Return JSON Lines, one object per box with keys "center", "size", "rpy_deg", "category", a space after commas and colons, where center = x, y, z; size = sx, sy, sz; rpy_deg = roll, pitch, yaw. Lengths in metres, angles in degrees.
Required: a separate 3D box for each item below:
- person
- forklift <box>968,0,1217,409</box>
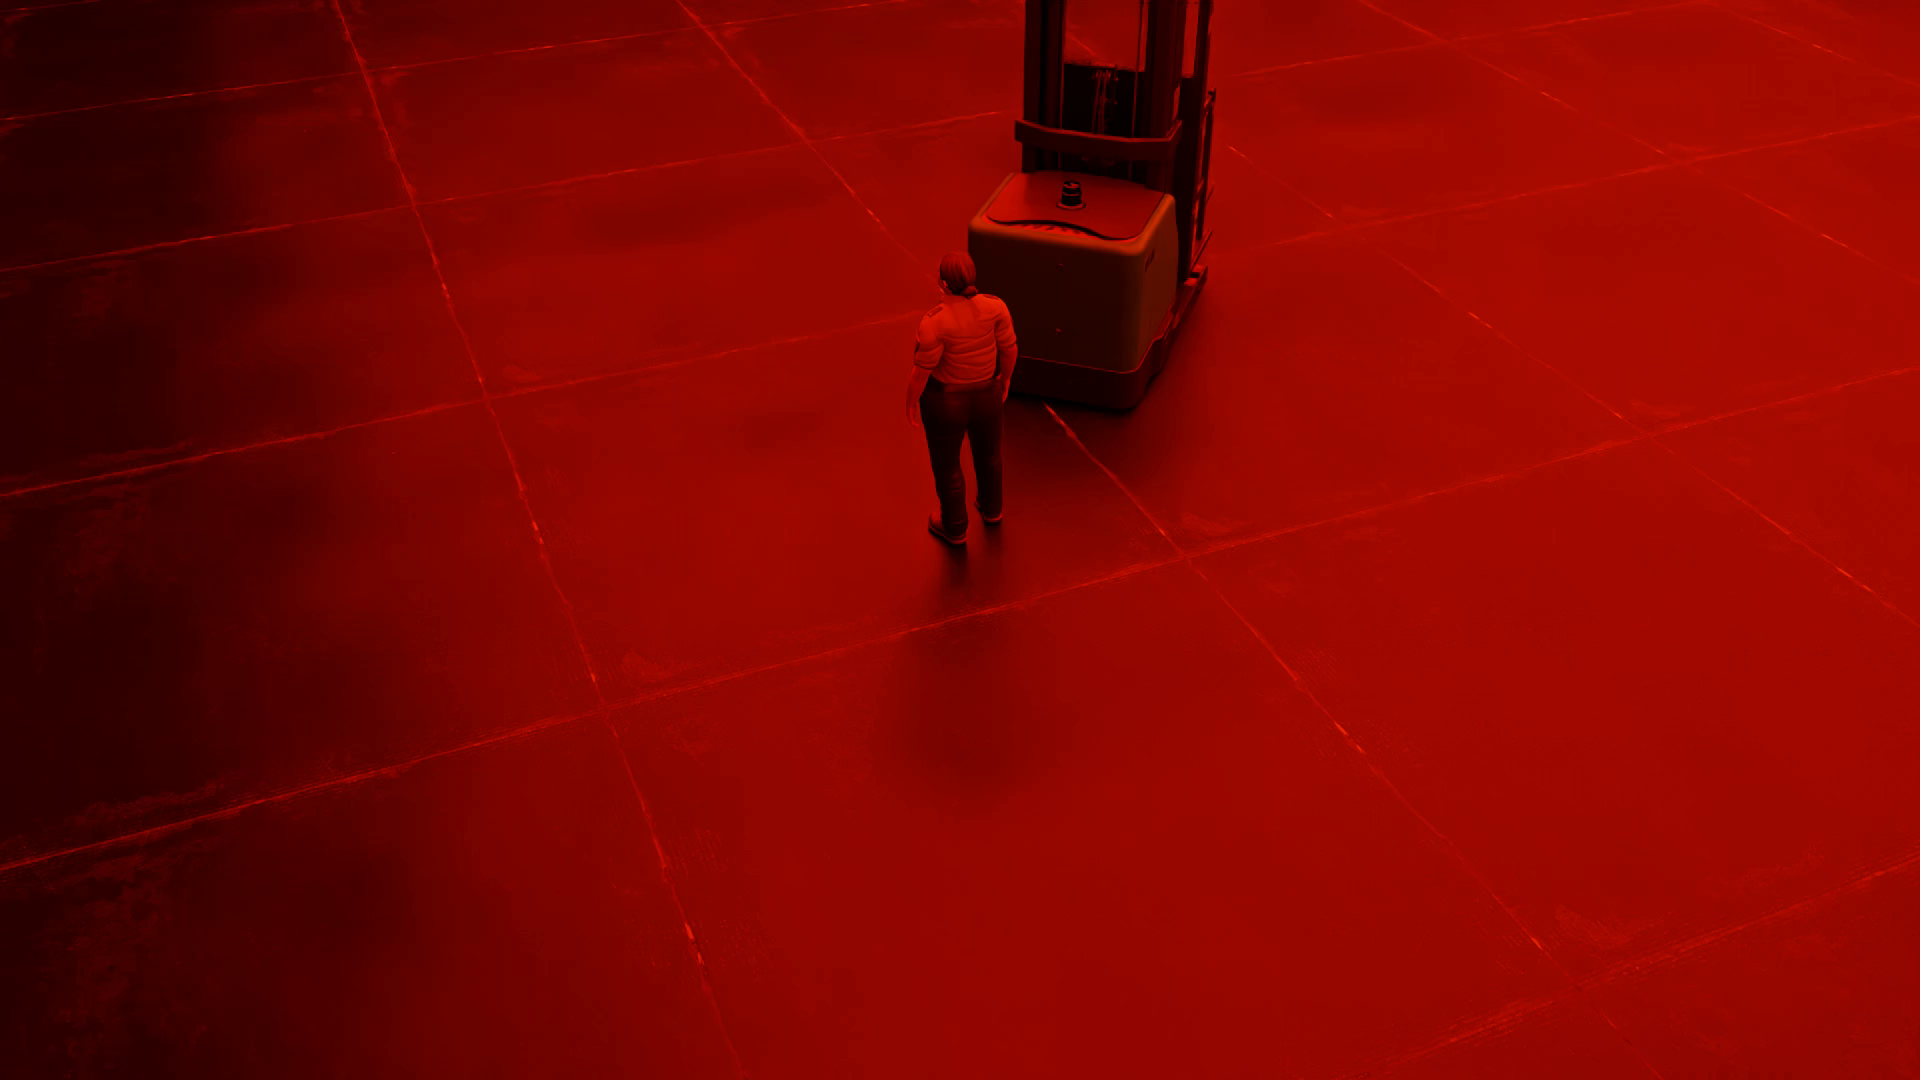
{"center": [-0.014, -0.730, 8.221], "size": [0.598, 1.651, 0.502], "rpy_deg": [-14, 38, -19], "category": "person"}
{"center": [0.992, -2.799, 10.034], "size": [1.130, 2.935, 3.031], "rpy_deg": [11, 37, 16], "category": "forklift"}
